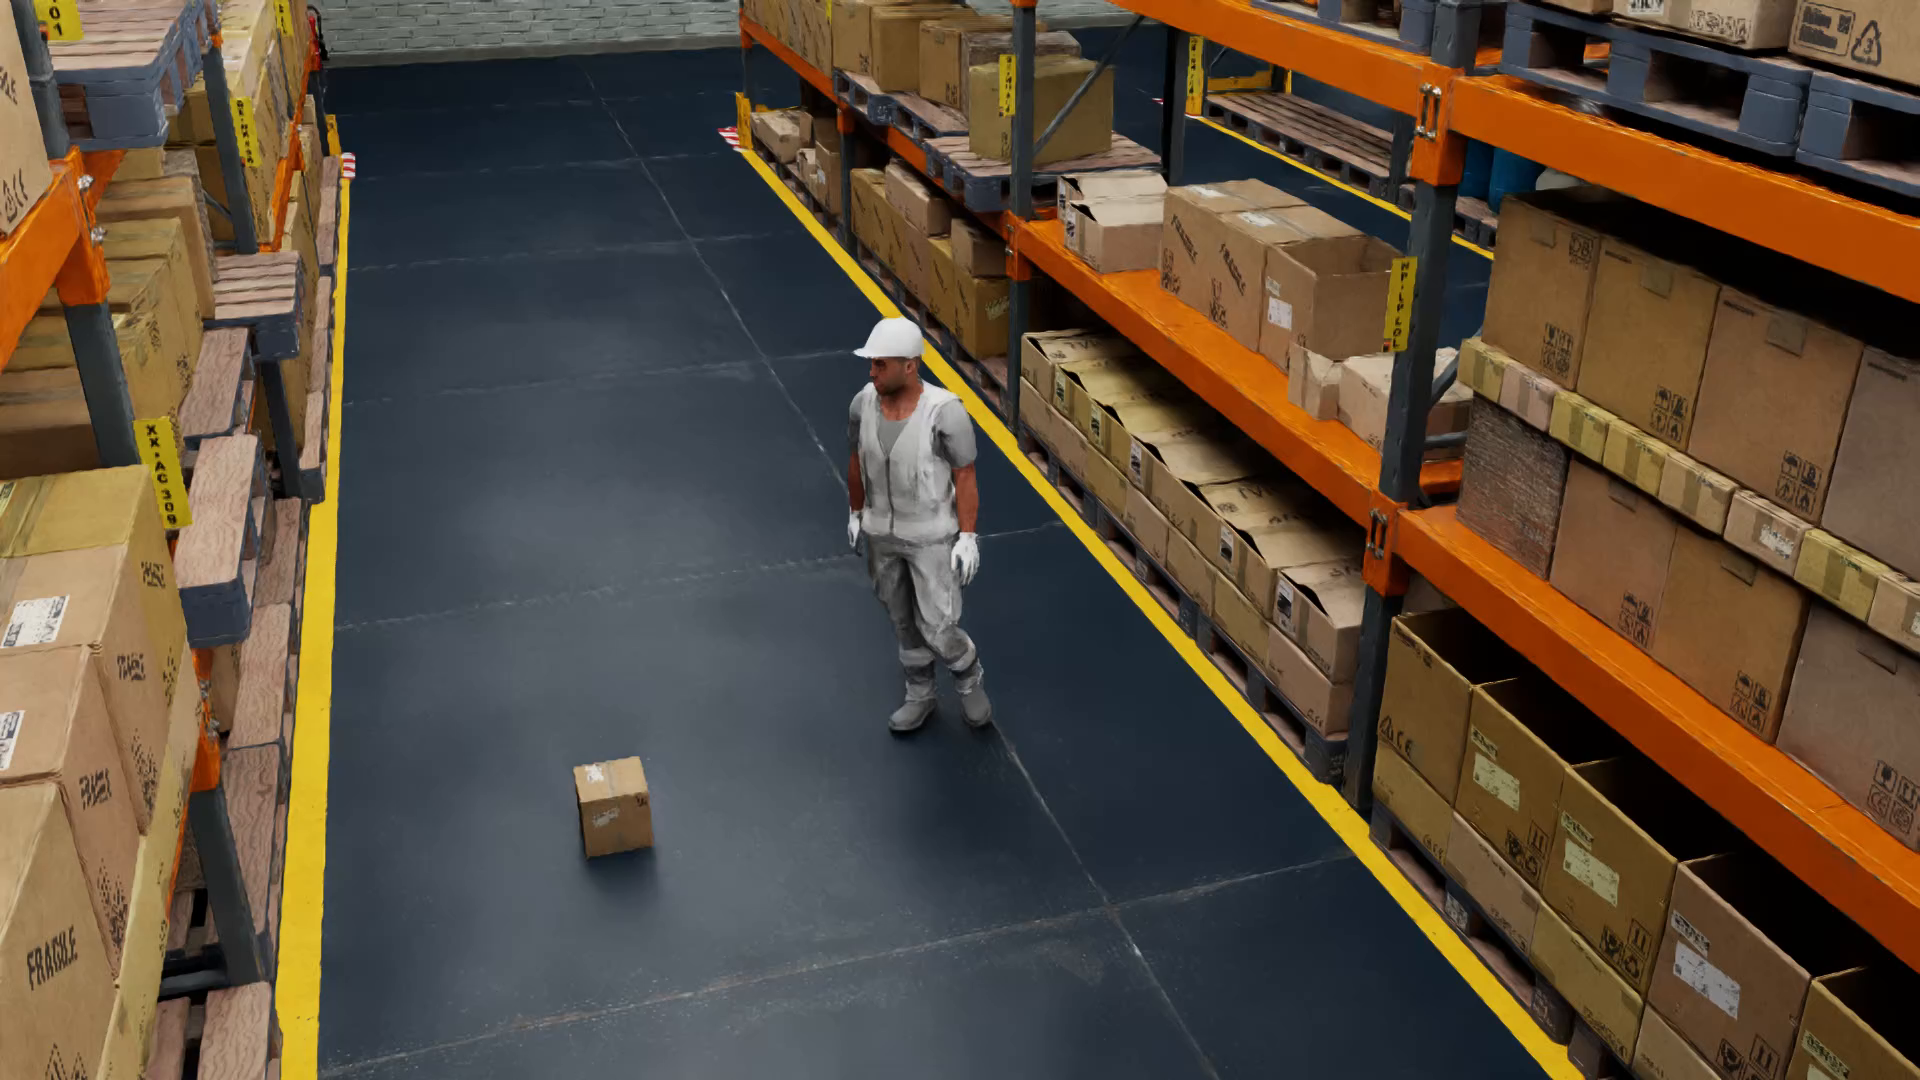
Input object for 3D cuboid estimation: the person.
[{"bbox_3d":[-0.175,-0.042,6.645,0.633,1.785,0.449,13,29,25],"label":"person"}]
